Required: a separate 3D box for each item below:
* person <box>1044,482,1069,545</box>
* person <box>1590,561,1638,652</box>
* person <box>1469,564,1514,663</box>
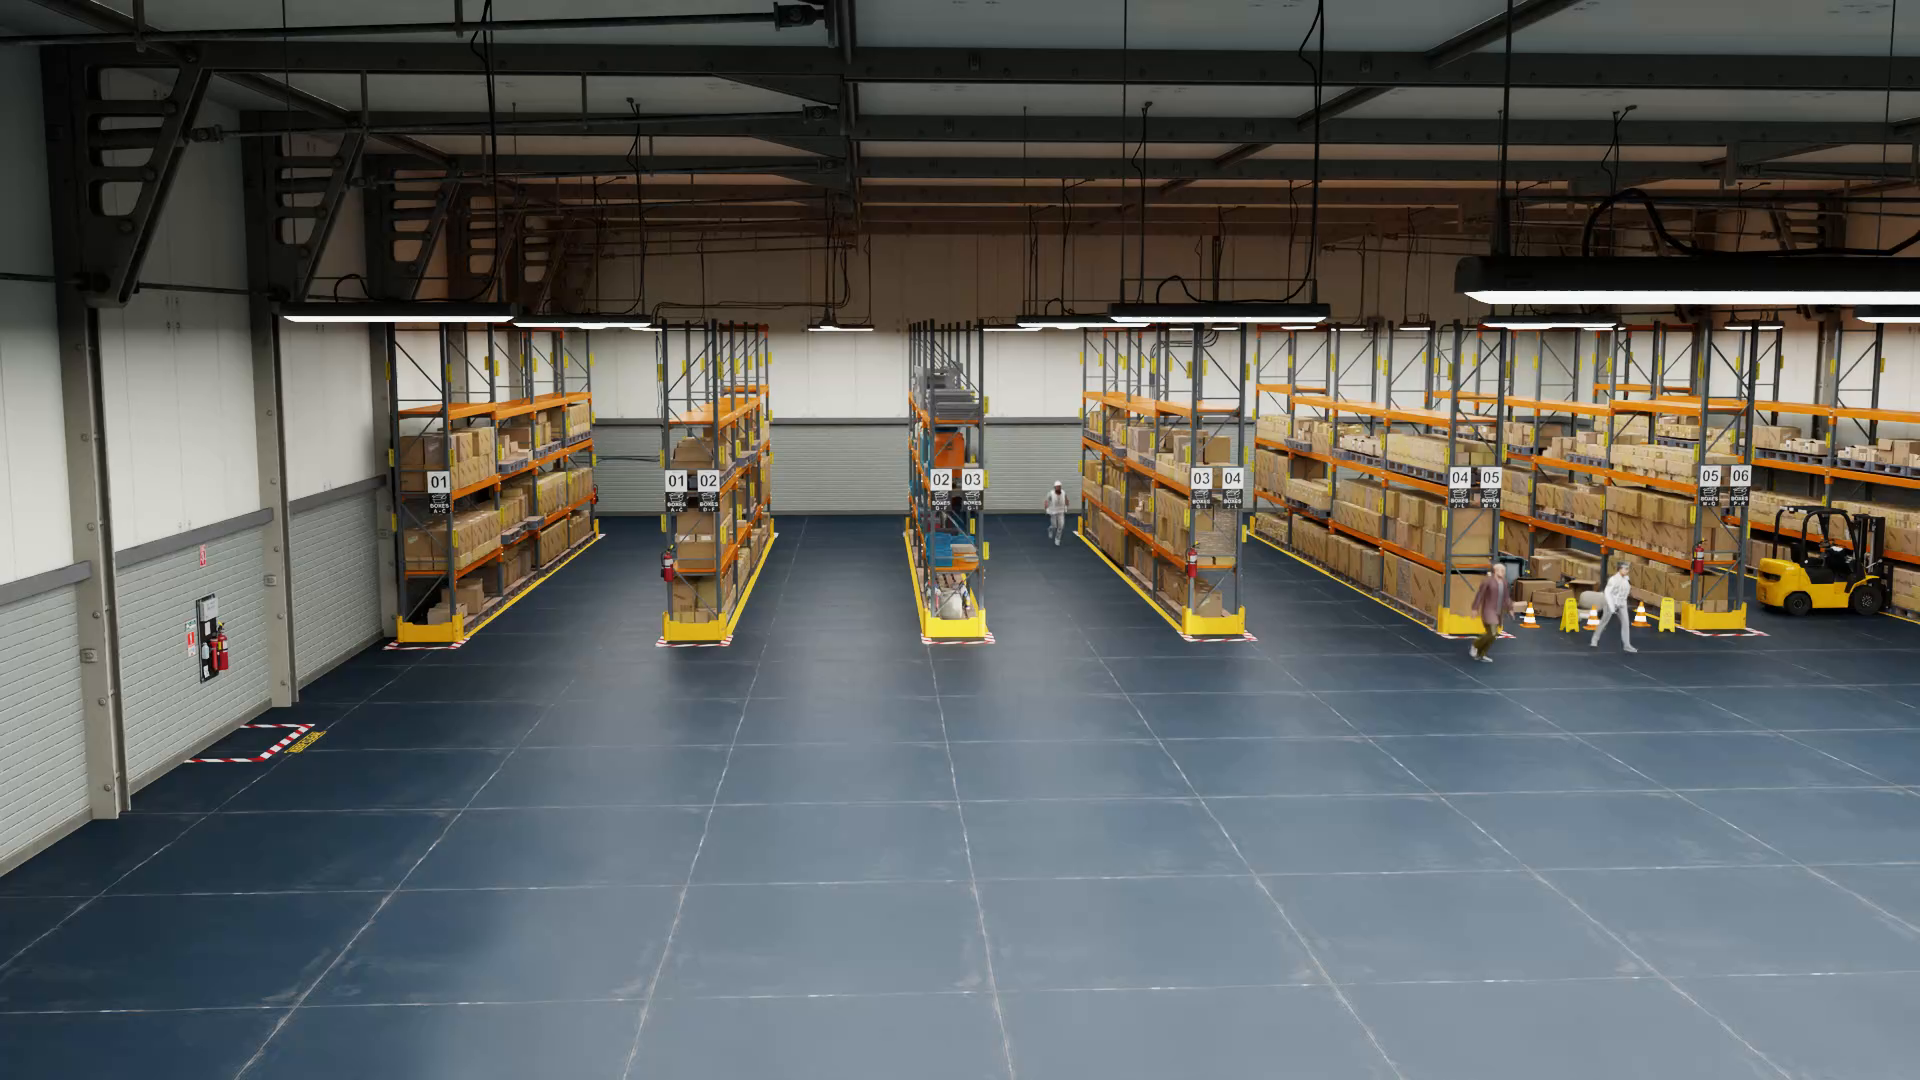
[{"bbox_3d":[2.653,-0.749,45.573,0.697,1.735,0.656,-2,7,-14],"label":"person"},{"bbox_3d":[11.849,1.173,30.007,0.597,1.611,0.957,-3,8,-25],"label":"person"},{"bbox_3d":[9.285,1.274,29.060,0.696,1.755,0.617,-5,8,-33],"label":"person"}]
